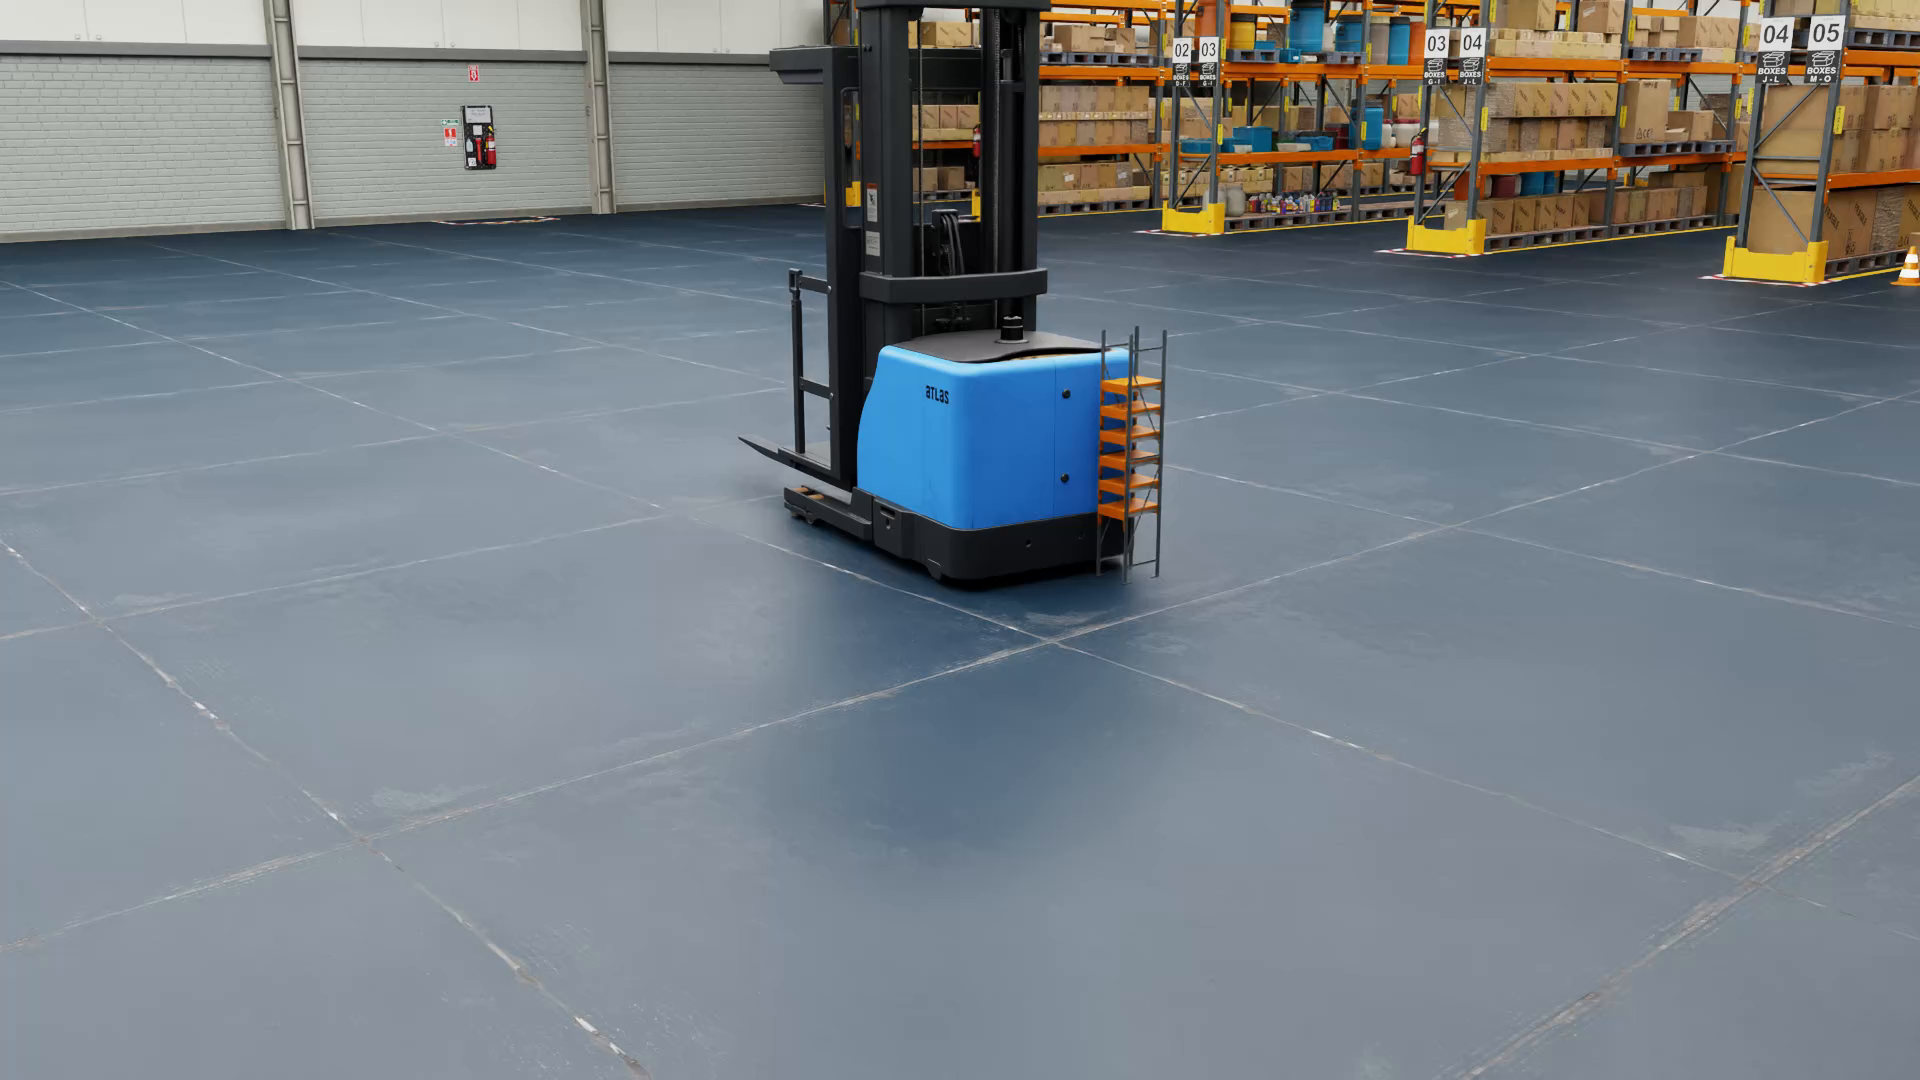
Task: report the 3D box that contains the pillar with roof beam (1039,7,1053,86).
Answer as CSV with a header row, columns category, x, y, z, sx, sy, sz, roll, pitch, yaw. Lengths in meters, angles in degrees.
category,x,y,z,sx,sy,sz,roll,pitch,yaw
pillar with roof beam,4.795,-12.042,36.394,0.400,9.000,9.100,-13,19,-39

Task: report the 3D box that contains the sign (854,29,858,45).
category,x,y,z,sx,sy,sz,roll,pitch,yaw
sign,-2.161,-10.444,34.531,0.005,0.325,0.100,-13,19,-39

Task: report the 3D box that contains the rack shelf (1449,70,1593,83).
category,x,y,z,sx,sy,sz,roll,pitch,yaw
rack shelf,11.529,-9.545,34.254,4.000,0.370,1.077,-13,19,-39

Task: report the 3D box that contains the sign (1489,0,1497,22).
category,x,y,z,sx,sy,sz,roll,pitch,yaw
sign,7.593,-7.551,23.701,0.005,0.325,0.100,-13,19,-39

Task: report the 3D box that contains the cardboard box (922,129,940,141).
category,x,y,z,sx,sy,sz,roll,pitch,yaw
cardboard box,-0.788,-8.897,36.499,0.500,0.250,0.500,-12,19,-39

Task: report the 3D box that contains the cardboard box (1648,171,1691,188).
category,x,y,z,sx,sy,sz,roll,pitch,yaw
cardboard box,12.393,-6.297,29.048,0.500,0.250,0.500,-10,18,-33

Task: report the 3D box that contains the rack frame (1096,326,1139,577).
category,x,y,z,sx,sy,sz,roll,pitch,yaw
rack frame,0.758,-0.421,8.000,0.240,1.200,0.006,-12,19,-37

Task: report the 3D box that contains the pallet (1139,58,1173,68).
category,x,y,z,sx,sy,sz,roll,pitch,yaw
pallet,4.411,-9.901,34.562,1.217,0.209,0.805,-14,20,-42

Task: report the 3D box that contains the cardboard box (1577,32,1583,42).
category,x,y,z,sx,sy,sz,roll,pitch,yaw
cardboard box,9.370,-7.753,25.668,0.250,0.149,0.380,-12,19,-37

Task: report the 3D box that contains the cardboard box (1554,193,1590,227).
category,x,y,z,sx,sy,sz,roll,pitch,yaw
cardboard box,9.926,-5.398,27.177,0.500,0.500,0.500,-13,20,-41

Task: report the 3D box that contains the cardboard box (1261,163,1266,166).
category,x,y,z,sx,sy,sz,roll,pitch,yaw
cardboard box,7.936,-9.984,44.345,0.500,0.500,0.700,-12,19,-38

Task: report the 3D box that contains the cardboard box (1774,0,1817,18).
category,x,y,z,sx,sy,sz,roll,pitch,yaw
cardboard box,10.602,-6.712,20.958,0.500,0.250,0.500,-12,19,-39

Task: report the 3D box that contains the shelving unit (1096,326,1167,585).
category,x,y,z,sx,sy,sz,roll,pitch,yaw
shelving unit,0.815,-0.402,7.931,0.258,1.200,0.189,-12,19,-37

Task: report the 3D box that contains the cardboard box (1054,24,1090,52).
category,x,y,z,sx,sy,sz,roll,pitch,yaw
cardboard box,2.169,-9.711,32.200,0.500,0.500,0.500,-13,19,-39

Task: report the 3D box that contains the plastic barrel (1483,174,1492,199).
category,x,y,z,sx,sy,sz,roll,pitch,yaw
plastic barrel,10.746,-7.305,34.292,0.421,0.512,0.421,0,15,0

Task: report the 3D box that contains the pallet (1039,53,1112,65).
category,x,y,z,sx,sy,sz,roll,pitch,yaw
pallet,2.208,-9.443,32.650,1.213,0.211,1.003,-13,19,-39

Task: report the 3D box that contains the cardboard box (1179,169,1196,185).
category,x,y,z,sx,sy,sz,roll,pitch,yaw
cardboard box,4.611,-7.643,34.978,0.500,0.311,0.500,-13,20,-40

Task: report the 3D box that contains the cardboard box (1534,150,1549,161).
category,x,y,z,sx,sy,sz,roll,pitch,yaw
cardboard box,8.804,-5.901,25.516,0.250,0.149,0.380,-13,19,-39

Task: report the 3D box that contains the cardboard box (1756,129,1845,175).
category,x,y,z,sx,sy,sz,roll,pitch,yaw
cardboard box,10.667,-4.947,21.166,0.550,0.550,0.875,-13,19,-39

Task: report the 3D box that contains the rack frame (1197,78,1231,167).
category,x,y,z,sx,sy,sz,roll,pitch,yaw
rack frame,6.535,-10.711,43.037,0.127,3.000,1.000,-13,19,-39

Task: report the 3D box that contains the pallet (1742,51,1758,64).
category,x,y,z,sx,sy,sz,roll,pitch,yaw
pallet,13.723,-8.618,29.754,1.003,0.211,1.213,-12,19,-37

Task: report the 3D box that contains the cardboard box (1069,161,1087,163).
category,x,y,z,sx,sy,sz,roll,pitch,yaw
cardboard box,2.445,-7.442,33.859,0.500,0.500,0.500,-13,19,-39

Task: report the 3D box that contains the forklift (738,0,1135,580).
category,x,y,z,sx,sy,sz,roll,pitch,yaw
forklift,-0.318,-1.555,8.892,1.130,2.935,3.031,-9,17,-29

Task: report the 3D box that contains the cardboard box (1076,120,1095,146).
category,x,y,z,sx,sy,sz,roll,pitch,yaw
cardboard box,2.263,-8.102,33.076,0.500,0.500,0.700,-12,19,-38

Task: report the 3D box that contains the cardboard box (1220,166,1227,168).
category,x,y,z,sx,sy,sz,roll,pitch,yaw
cardboard box,5.793,-8.093,36.663,0.500,0.311,0.500,-13,20,-41

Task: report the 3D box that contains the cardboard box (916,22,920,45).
category,x,y,z,sx,sy,sz,roll,pitch,yaw
cardboard box,-1.189,-11.050,36.323,0.500,0.500,0.500,-13,20,-39

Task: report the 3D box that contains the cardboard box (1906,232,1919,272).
category,x,y,z,sx,sy,sz,roll,pitch,yaw
cardboard box,12.937,-3.811,22.044,0.500,0.500,0.500,-9,17,-30

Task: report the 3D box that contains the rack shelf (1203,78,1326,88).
category,x,y,z,sx,sy,sz,roll,pitch,yaw
rack shelf,8.044,-12.151,44.011,4.000,0.370,1.077,-13,19,-39

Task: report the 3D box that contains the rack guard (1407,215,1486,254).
category,x,y,z,sx,sy,sz,roll,pitch,yaw
rack guard,7.294,-4.591,24.967,0.348,0.500,1.175,-13,19,-39

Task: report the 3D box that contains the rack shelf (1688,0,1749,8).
category,x,y,z,sx,sy,sz,roll,pitch,yaw
rack shelf,11.763,-9.159,27.772,4.000,0.370,1.077,-13,19,-39

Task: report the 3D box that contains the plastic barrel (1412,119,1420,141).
category,x,y,z,sx,sy,sz,roll,pitch,yaw
plastic barrel,8.749,-7.810,31.912,0.433,0.535,0.433,0,15,0

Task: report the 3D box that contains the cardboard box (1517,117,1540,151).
category,x,y,z,sx,sy,sz,roll,pitch,yaw
cardboard box,8.374,-6.249,25.564,0.500,0.500,0.875,-13,19,-39

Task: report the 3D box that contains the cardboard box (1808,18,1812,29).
category,x,y,z,sx,sy,sz,roll,pitch,yaw
cardboard box,10.636,-6.546,21.112,0.250,0.149,0.380,-12,19,-39

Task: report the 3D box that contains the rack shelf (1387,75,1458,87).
category,x,y,z,sx,sy,sz,roll,pitch,yaw
rack shelf,11.298,-11.188,40.403,4.000,0.370,1.077,-13,19,-39

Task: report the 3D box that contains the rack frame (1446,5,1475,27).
category,x,y,z,sx,sy,sz,roll,pitch,yaw
rack frame,10.021,-11.003,32.505,0.127,3.000,1.000,-13,19,-39

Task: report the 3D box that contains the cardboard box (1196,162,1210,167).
category,x,y,z,sx,sy,sz,roll,pitch,yaw
cardboard box,6.130,-9.740,42.753,0.750,0.750,0.750,-12,19,-39

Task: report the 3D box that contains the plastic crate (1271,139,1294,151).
category,x,y,z,sx,sy,sz,roll,pitch,yaw
plastic crate,5.794,-7.150,30.115,0.662,0.188,0.450,-13,19,-39

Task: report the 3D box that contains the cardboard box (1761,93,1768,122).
category,x,y,z,sx,sy,sz,roll,pitch,yaw
cardboard box,14.328,-7.904,30.391,0.637,0.503,0.797,-12,19,-38

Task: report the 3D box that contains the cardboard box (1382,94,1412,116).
category,x,y,z,sx,sy,sz,roll,pitch,yaw
cardboard box,10.330,-10.304,39.381,0.500,0.500,0.500,-12,19,-38

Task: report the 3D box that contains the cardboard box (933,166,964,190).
category,x,y,z,sx,sy,sz,roll,pitch,yaw
cardboard box,-0.257,-8.177,37.542,0.500,0.500,0.500,14,21,43

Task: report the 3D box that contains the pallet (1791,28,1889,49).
category,x,y,z,sx,sy,sz,roll,pitch,yaw
pallet,10.969,-6.337,21.019,1.213,0.211,1.003,-13,19,-39

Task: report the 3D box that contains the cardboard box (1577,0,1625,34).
category,x,y,z,sx,sy,sz,roll,pitch,yaw
cardboard box,10.082,-8.220,26.159,0.500,0.500,0.500,-13,20,-41

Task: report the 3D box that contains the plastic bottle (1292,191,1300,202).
category,x,y,z,sx,sy,sz,roll,pitch,yaw
plastic bottle,6.216,-6.276,30.713,0.185,0.351,0.144,-13,19,-39

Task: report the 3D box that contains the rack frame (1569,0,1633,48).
category,x,y,z,sx,sy,sz,roll,pitch,yaw
rack frame,10.254,-9.361,26.359,0.127,3.000,1.000,-13,19,-39

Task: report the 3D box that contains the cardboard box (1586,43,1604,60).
category,x,y,z,sx,sy,sz,roll,pitch,yaw
cardboard box,9.681,-7.625,25.962,0.500,0.250,0.500,-12,19,-38

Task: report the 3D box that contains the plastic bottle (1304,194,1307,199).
category,x,y,z,sx,sy,sz,roll,pitch,yaw
plastic bottle,6.475,-6.353,31.156,0.097,0.271,0.097,0,15,0

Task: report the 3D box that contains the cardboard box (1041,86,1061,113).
category,x,y,z,sx,sy,sz,roll,pitch,yaw
cardboard box,1.531,-8.565,32.296,0.500,0.500,0.700,-13,20,-41

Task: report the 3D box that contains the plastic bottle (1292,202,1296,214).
category,x,y,z,sx,sy,sz,roll,pitch,yaw
plastic bottle,5.967,-5.948,29.777,0.097,0.201,0.097,0,15,0

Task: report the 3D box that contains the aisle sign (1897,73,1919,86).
category,x,y,z,sx,sy,sz,roll,pitch,yaw
aisle sign,19.558,-9.705,34.235,0.004,0.787,0.394,-13,19,-39

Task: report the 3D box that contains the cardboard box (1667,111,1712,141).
category,x,y,z,sx,sy,sz,roll,pitch,yaw
cardboard box,12.535,-7.178,28.804,0.500,0.500,0.700,-9,18,-31

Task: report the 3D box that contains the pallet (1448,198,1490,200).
category,x,y,z,sx,sy,sz,roll,pitch,yaw
pallet,10.588,-6.899,34.170,1.213,0.211,1.003,-13,19,-39

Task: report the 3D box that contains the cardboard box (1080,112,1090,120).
category,x,y,z,sx,sy,sz,roll,pitch,yaw
cardboard box,2.334,-8.361,32.788,0.250,0.149,0.380,-12,19,-39

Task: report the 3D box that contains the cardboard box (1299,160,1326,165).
category,x,y,z,sx,sy,sz,roll,pitch,yaw
cardboard box,8.132,-8.826,38.516,0.500,0.250,0.500,-13,20,-40

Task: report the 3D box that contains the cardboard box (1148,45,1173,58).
category,x,y,z,sx,sy,sz,roll,pitch,yaw
cardboard box,4.225,-10.074,34.317,0.500,0.250,0.500,-10,18,-34
